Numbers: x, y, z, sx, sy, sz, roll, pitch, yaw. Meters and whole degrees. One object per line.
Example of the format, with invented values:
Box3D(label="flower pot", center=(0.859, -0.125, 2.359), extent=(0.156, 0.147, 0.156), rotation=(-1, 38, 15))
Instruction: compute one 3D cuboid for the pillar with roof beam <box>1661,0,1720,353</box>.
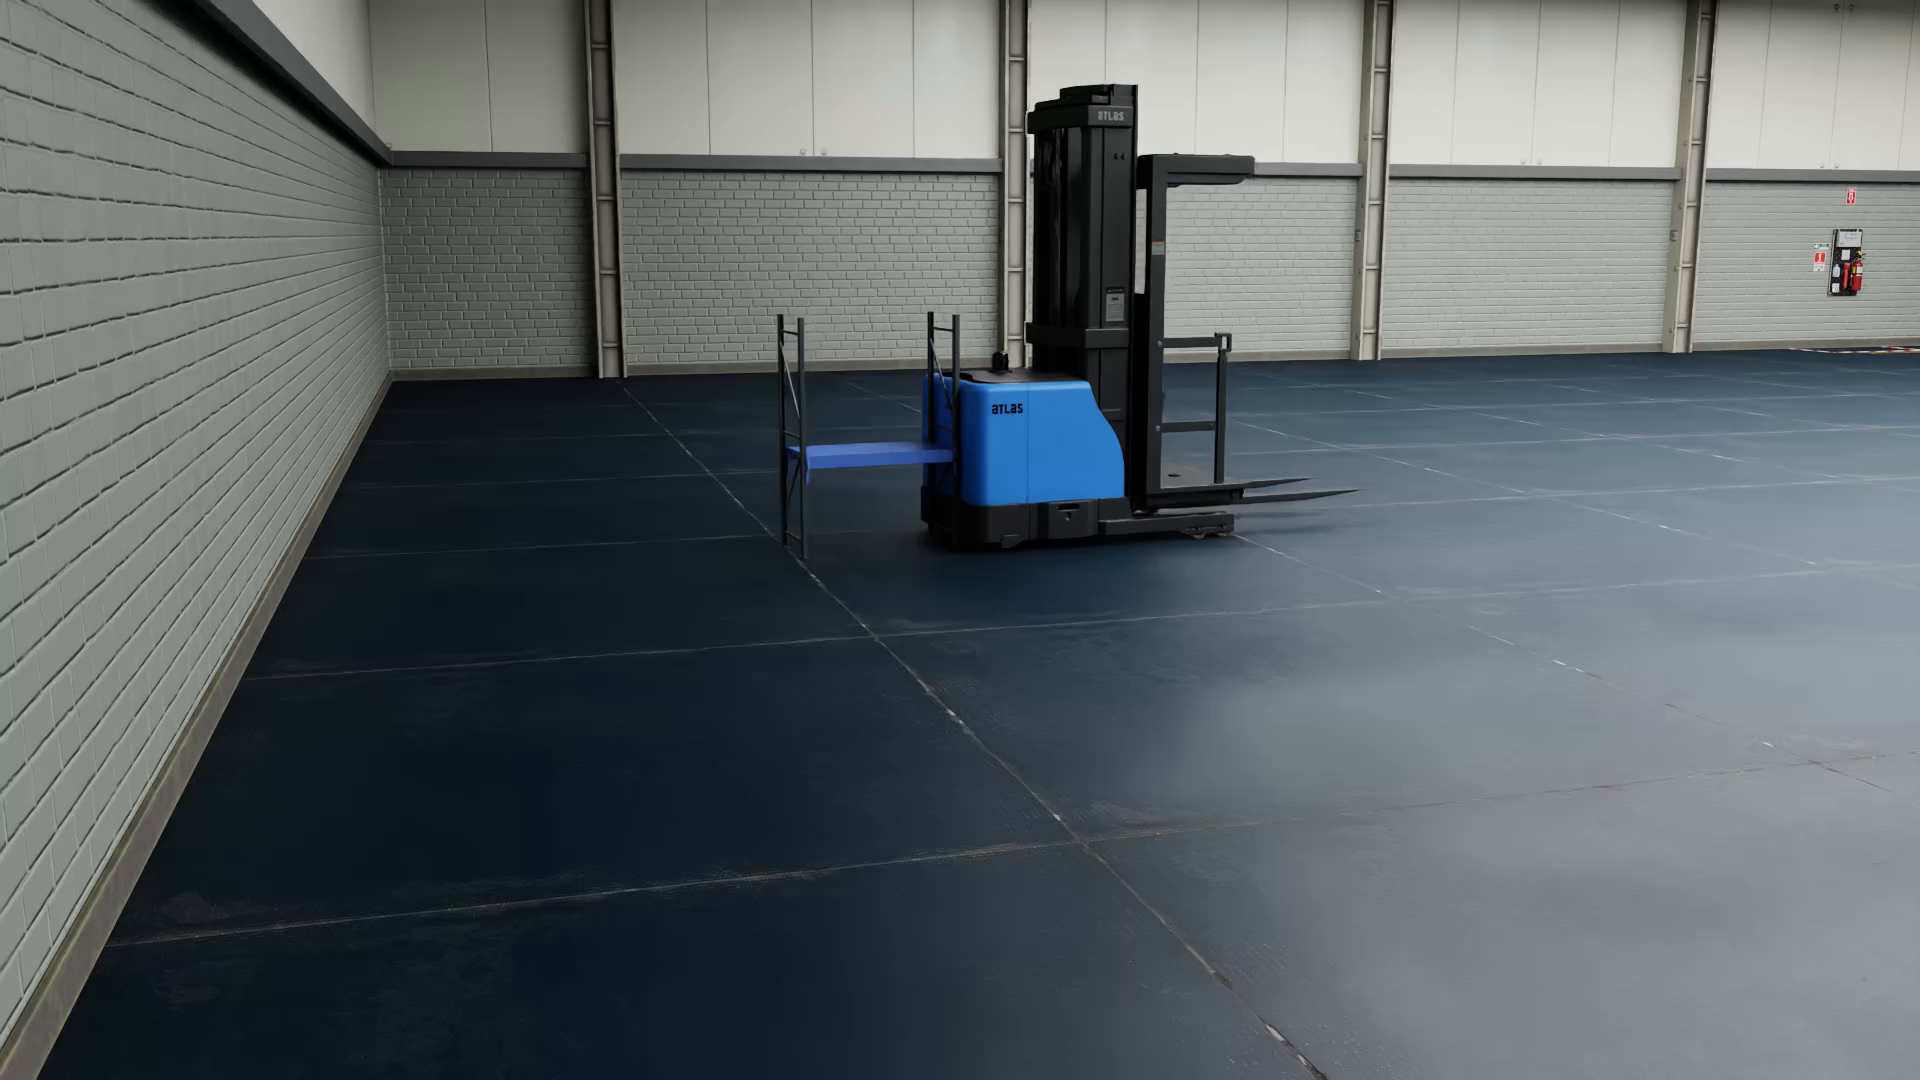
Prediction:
Box3D(label="pillar with roof beam", center=(13.534, -6.914, 23.746), extent=(0.400, 9.000, 9.100), rotation=(-3, 11, -16))

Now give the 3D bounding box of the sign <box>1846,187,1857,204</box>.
Box3D(label="sign", center=(15.672, -6.054, 29.242), extent=(0.199, 0.298, 0.001), rotation=(-3, 11, -16))

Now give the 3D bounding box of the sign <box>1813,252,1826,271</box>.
Box3D(label="sign", center=(15.148, -4.904, 29.303), extent=(0.234, 0.329, 0.001), rotation=(-3, 11, -16))

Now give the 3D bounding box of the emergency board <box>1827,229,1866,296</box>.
Box3D(label="emergency board", center=(15.708, -4.897, 29.360), extent=(0.643, 1.169, 0.194), rotation=(-3, 11, -16))

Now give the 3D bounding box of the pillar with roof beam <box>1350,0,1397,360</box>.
Box3D(label="pillar with roof beam", center=(7.773, -6.610, 22.097), extent=(0.400, 9.000, 9.100), rotation=(-3, 11, -16))

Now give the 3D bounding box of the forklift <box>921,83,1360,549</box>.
Box3D(label="forklift", center=(1.302, -1.533, 11.279), extent=(3.031, 2.935, 1.130), rotation=(-4, 11, -21))

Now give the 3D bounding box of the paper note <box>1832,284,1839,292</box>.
Box3D(label="paper note", center=(15.519, -4.467, 29.457), extent=(0.142, 0.148, 0.016), rotation=(-3, 11, -16))

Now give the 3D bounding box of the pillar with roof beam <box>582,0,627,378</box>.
Box3D(label="pillar with roof beam", center=(-3.749, -6.003, 18.798), extent=(0.400, 9.000, 9.100), rotation=(-3, 11, -16))

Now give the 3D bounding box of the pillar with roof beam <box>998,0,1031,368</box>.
Box3D(label="pillar with roof beam", center=(2.012, -6.306, 20.448), extent=(0.400, 9.000, 9.100), rotation=(-3, 11, -16))

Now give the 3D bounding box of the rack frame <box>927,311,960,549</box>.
Box3D(label="rack frame", center=(-0.110, -0.722, 10.826), extent=(0.032, 1.500, 0.500), rotation=(-4, 11, -21))

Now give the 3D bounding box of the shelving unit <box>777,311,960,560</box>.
Box3D(label="shelving unit", center=(-0.582, -0.688, 10.640), extent=(1.048, 1.500, 0.538), rotation=(-4, 11, -21))

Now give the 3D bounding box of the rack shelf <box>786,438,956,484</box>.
Box3D(label="rack shelf", center=(-0.582, -0.511, 10.673), extent=(1.000, 0.185, 0.538), rotation=(-4, 11, -21))

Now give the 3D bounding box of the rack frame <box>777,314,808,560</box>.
Box3D(label="rack frame", center=(-1.054, -0.654, 10.455), extent=(0.032, 1.500, 0.500), rotation=(-4, 11, -21))

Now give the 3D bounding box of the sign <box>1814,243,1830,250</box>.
Box3D(label="sign", center=(15.155, -5.164, 29.248), extent=(0.331, 0.109, 0.001), rotation=(-3, 11, -16))
